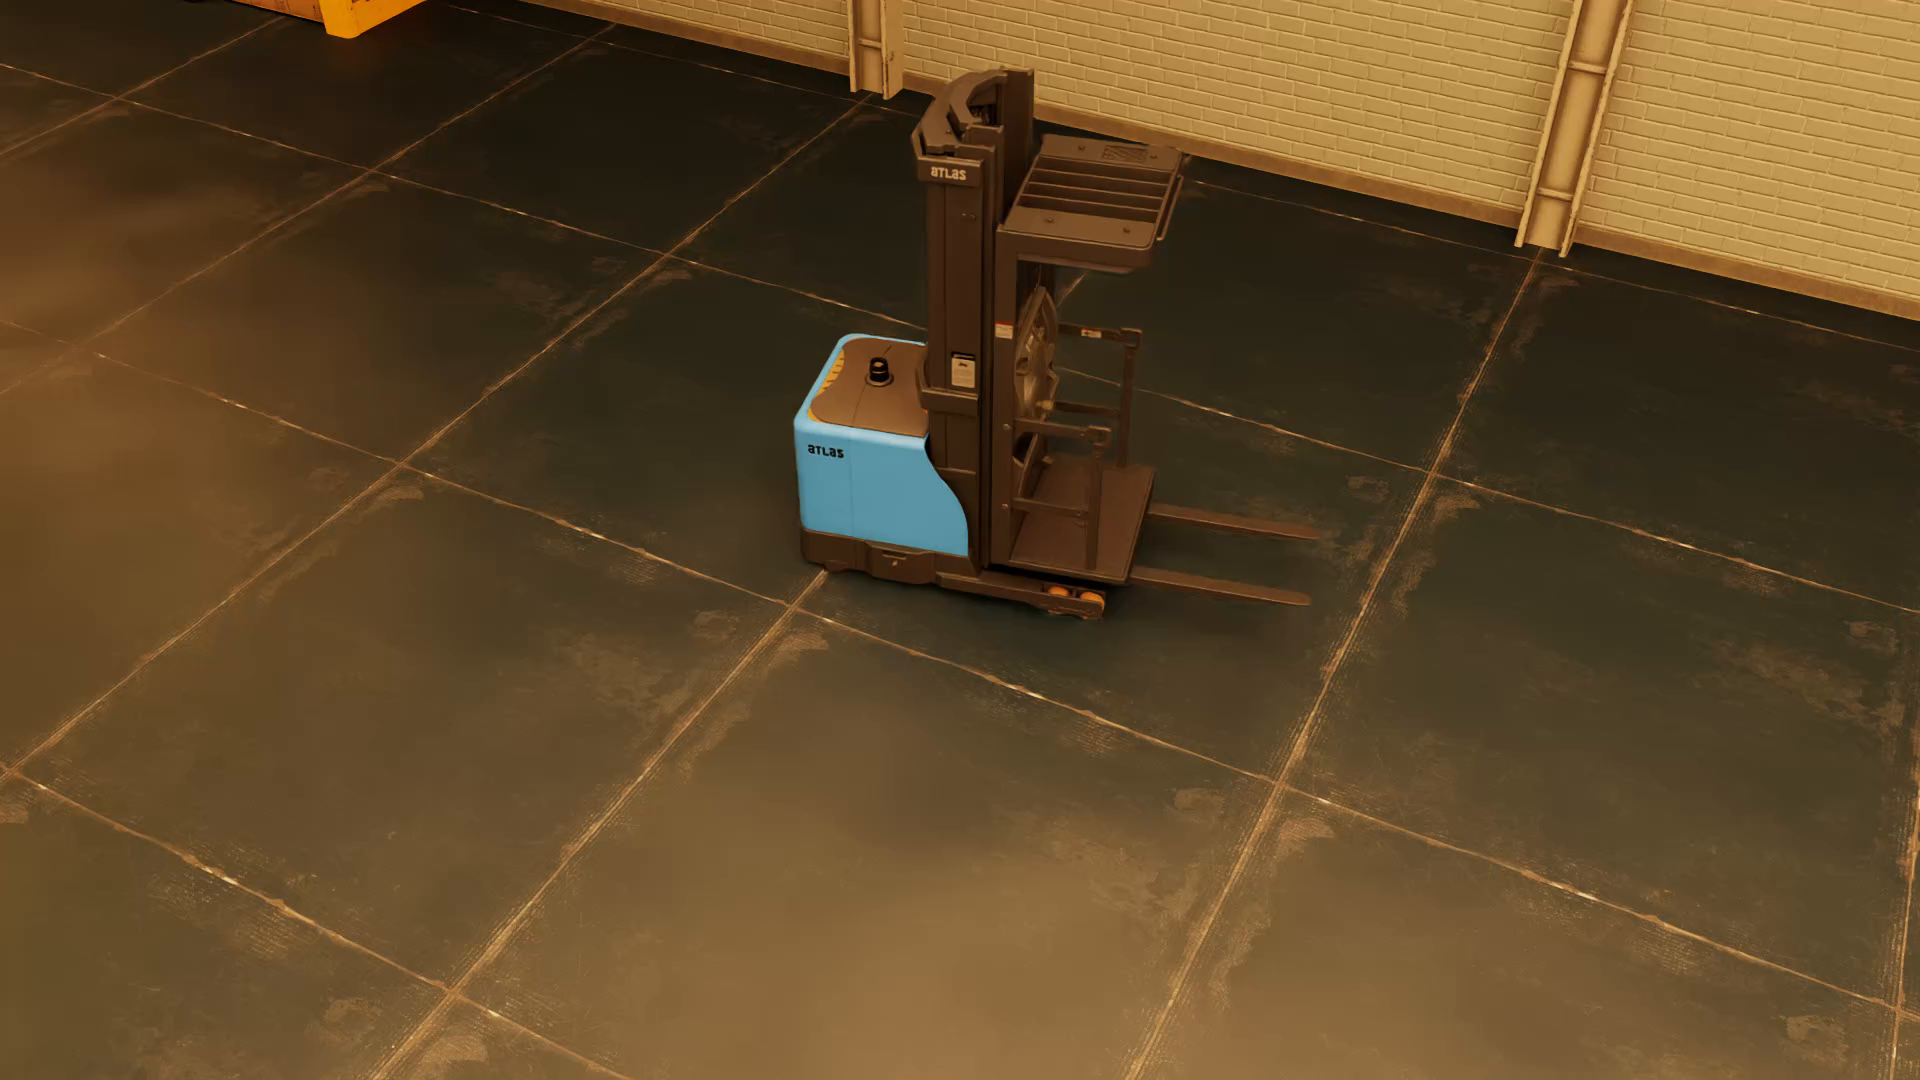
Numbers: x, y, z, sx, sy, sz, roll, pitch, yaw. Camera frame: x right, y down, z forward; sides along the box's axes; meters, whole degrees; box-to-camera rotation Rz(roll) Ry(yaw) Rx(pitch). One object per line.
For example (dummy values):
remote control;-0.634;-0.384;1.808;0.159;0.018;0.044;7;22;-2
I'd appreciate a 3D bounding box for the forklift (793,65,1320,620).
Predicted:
forklift;0.610;-1.033;9.212;3.031;2.935;1.130;9;41;11

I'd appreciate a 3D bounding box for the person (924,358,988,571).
person;0.066;-0.590;9.686;0.515;1.629;0.601;18;43;21
